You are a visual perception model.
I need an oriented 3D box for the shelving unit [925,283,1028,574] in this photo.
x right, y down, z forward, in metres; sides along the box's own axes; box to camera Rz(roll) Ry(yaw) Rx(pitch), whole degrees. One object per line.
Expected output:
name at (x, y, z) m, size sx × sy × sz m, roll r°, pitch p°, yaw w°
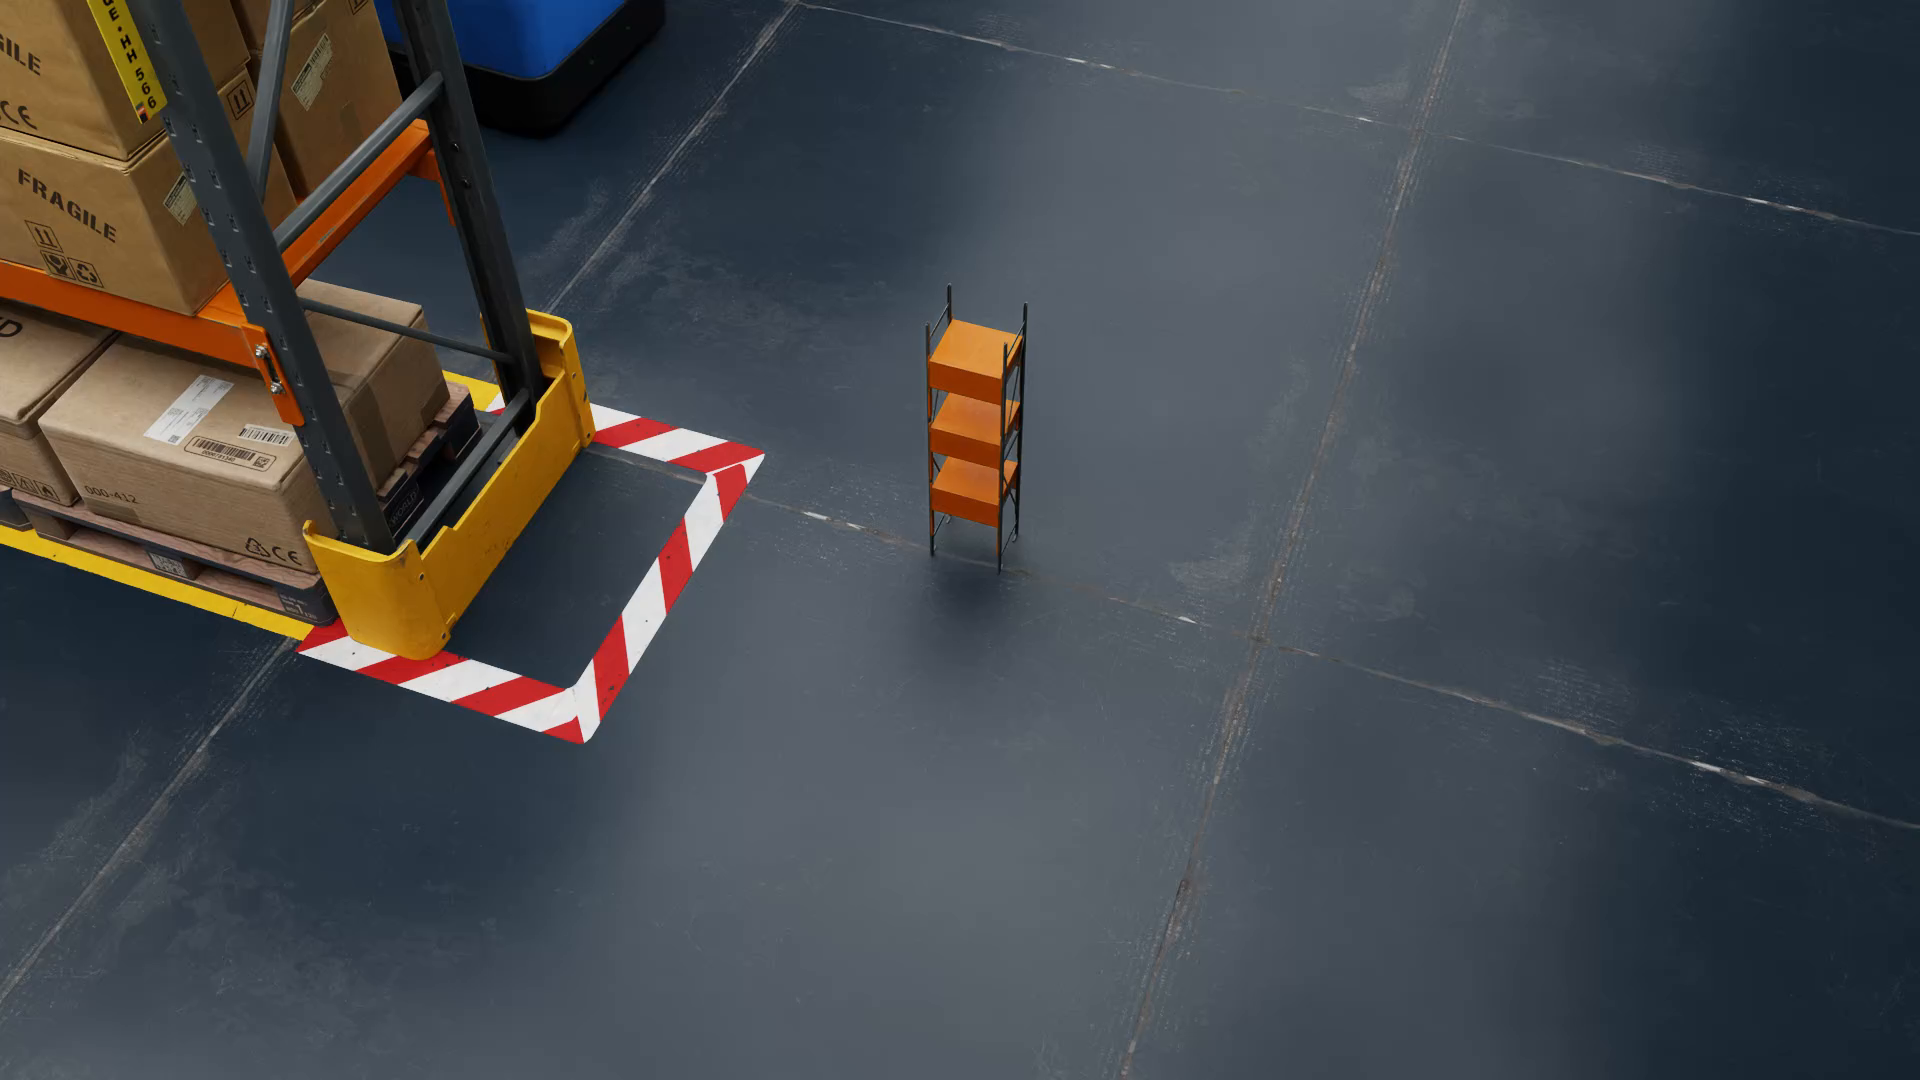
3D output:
shelving unit at (0.050, -0.330, 5.341) m, size 0.252 × 1.050 × 0.215 m, roll 16°, pitch 51°, yaw 13°

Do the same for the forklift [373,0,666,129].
forklift at (-2.939, -3.499, 6.843) m, size 3.031 × 2.935 × 1.130 m, roll 19°, pitch 52°, yaw 15°

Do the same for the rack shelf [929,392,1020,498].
rack shelf at (0.050, -0.323, 5.349) m, size 0.240 × 0.259 × 0.215 m, roll 16°, pitch 51°, yaw 13°

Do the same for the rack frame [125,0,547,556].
rack frame at (-1.701, -1.041, 4.667) m, size 0.127 × 3.000 × 1.000 m, roll 16°, pitch 51°, yaw 13°

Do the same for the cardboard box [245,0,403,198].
cardboard box at (-2.052, -1.403, 4.915) m, size 0.500 × 0.500 × 0.500 m, roll 15°, pitch 51°, yaw 13°

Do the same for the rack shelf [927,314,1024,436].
rack shelf at (0.050, -0.509, 5.135) m, size 0.240 × 0.259 × 0.215 m, roll 16°, pitch 51°, yaw 13°

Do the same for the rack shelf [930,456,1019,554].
rack shelf at (0.050, -0.141, 5.559) m, size 0.240 × 0.259 × 0.215 m, roll 16°, pitch 51°, yaw 13°

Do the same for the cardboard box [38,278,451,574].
cardboard box at (-2.355, -0.441, 5.565) m, size 0.875 × 0.438 × 0.875 m, roll 14°, pitch 51°, yaw 12°

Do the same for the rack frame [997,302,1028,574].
rack frame at (0.165, -0.298, 5.313) m, size 0.008 × 1.050 × 0.200 m, roll 16°, pitch 51°, yaw 13°

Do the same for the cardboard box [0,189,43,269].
cardboard box at (-2.711, -1.155, 4.700) m, size 0.500 × 0.500 × 0.500 m, roll 15°, pitch 51°, yaw 12°

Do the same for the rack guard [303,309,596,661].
rack guard at (-1.679, -0.216, 5.606) m, size 0.348 × 0.500 × 1.175 m, roll 16°, pitch 51°, yaw 13°

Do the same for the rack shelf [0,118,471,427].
rack shelf at (-3.577, -1.329, 5.393) m, size 4.000 × 0.370 × 1.077 m, roll 16°, pitch 51°, yaw 13°

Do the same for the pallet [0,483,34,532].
pallet at (-3.619, -0.602, 6.132) m, size 1.213 × 0.211 × 1.003 m, roll 16°, pitch 51°, yaw 13°

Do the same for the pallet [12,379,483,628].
pallet at (-2.478, -0.282, 5.854) m, size 1.213 × 0.211 × 1.003 m, roll 16°, pitch 51°, yaw 13°

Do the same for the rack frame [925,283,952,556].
rack frame at (-0.064, -0.362, 5.369) m, size 0.008 × 1.050 × 0.200 m, roll 16°, pitch 51°, yaw 13°

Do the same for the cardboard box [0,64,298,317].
cardboard box at (-2.245, -1.012, 4.576) m, size 0.500 × 0.500 × 0.500 m, roll 16°, pitch 51°, yaw 13°

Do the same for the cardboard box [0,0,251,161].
cardboard box at (-2.236, -1.359, 4.215) m, size 0.500 × 0.500 × 0.500 m, roll 17°, pitch 51°, yaw 14°

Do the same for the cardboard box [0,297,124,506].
cardboard box at (-3.216, -0.675, 5.768) m, size 0.875 × 0.438 × 0.875 m, roll 17°, pitch 51°, yaw 14°

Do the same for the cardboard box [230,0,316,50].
cardboard box at (-2.053, -1.729, 4.536) m, size 0.500 × 0.500 × 0.500 m, roll 15°, pitch 51°, yaw 12°

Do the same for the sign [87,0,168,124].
sign at (-1.902, -1.117, 3.810) m, size 0.005 × 0.325 × 0.100 m, roll 16°, pitch 51°, yaw 13°
